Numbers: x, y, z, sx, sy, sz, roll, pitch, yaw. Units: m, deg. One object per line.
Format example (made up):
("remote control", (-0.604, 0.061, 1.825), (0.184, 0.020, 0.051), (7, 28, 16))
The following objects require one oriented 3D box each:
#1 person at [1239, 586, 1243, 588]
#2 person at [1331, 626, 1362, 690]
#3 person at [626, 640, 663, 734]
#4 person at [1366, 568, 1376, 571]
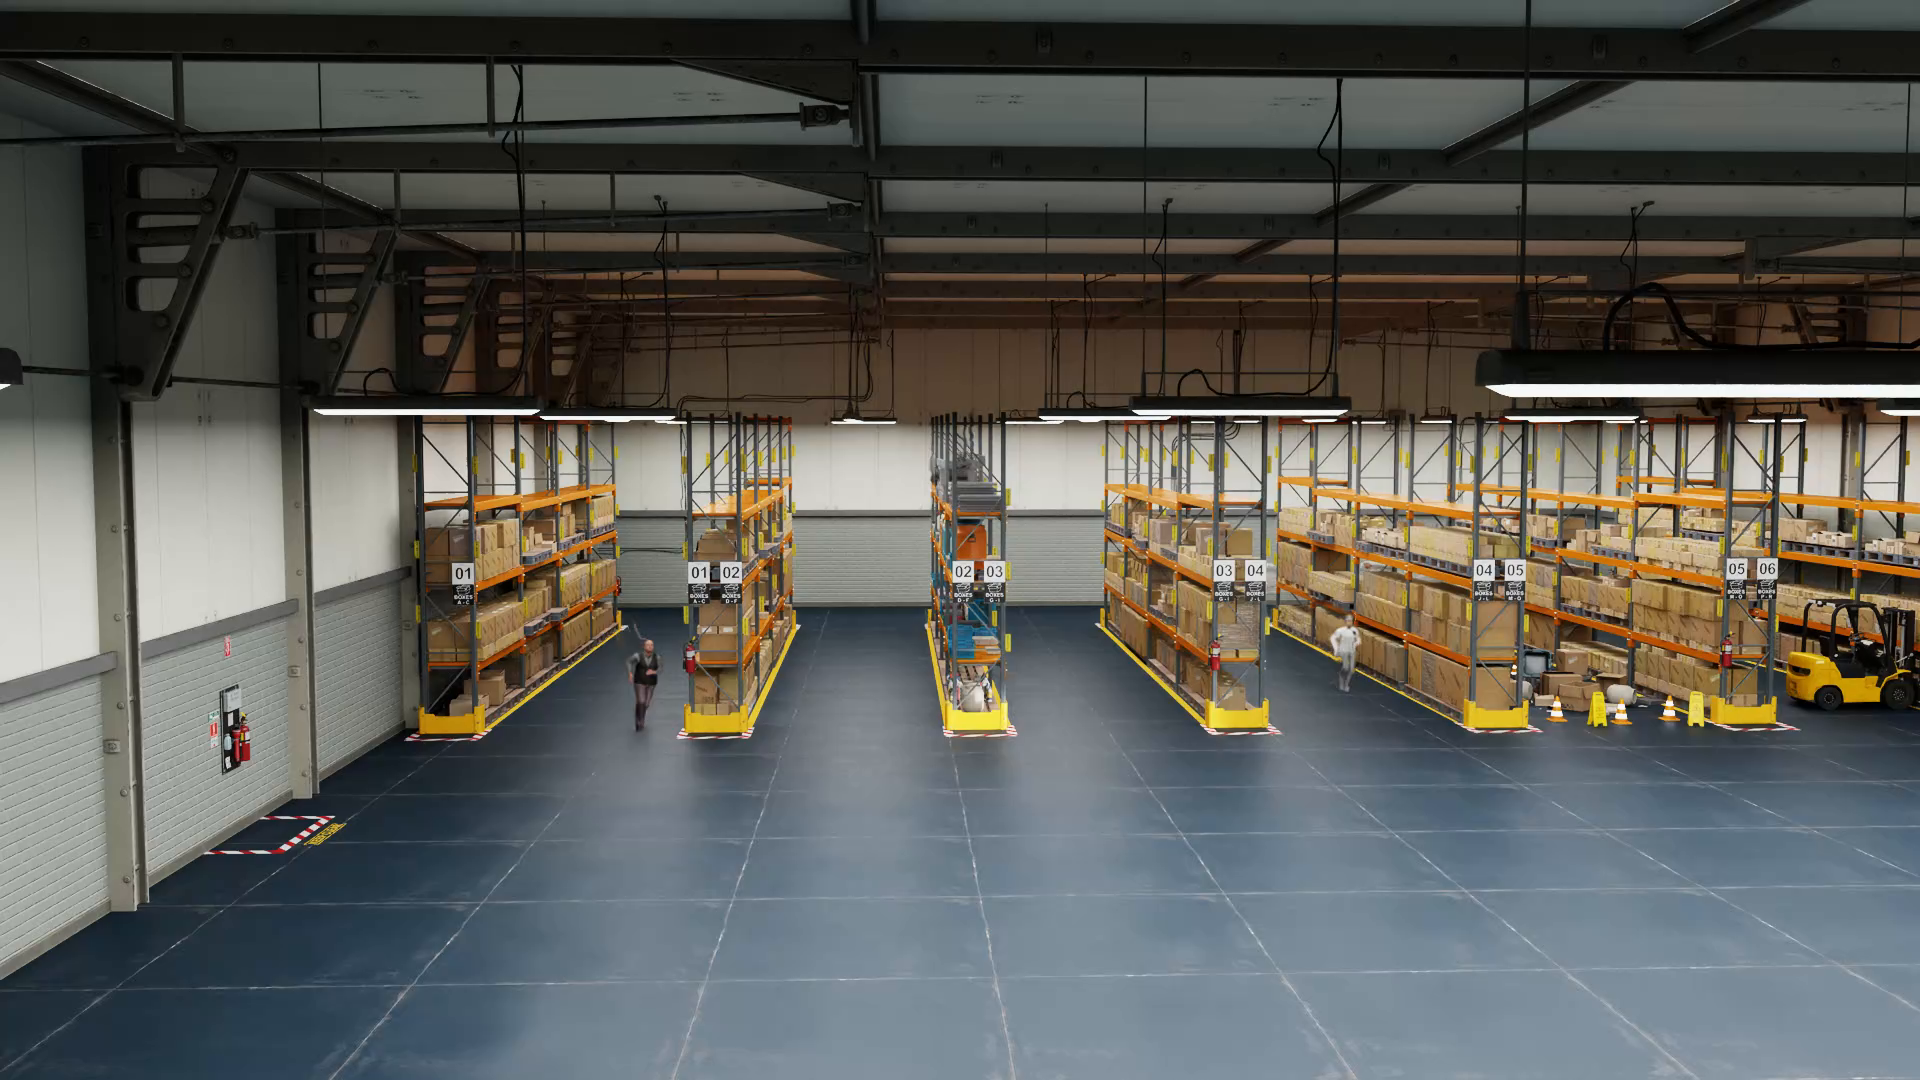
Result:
("person", (7.961, 1.601, 48.258), (0.590, 1.707, 0.727), (4, 5, 44))
("person", (8.371, 2.562, 35.882), (0.593, 1.408, 0.608), (0, 4, -5))
("person", (-5.941, 2.766, 31.377), (0.642, 1.773, 0.658), (-2, 4, -29))
("person", (12.163, 1.151, 49.226), (0.424, 0.647, 0.648), (0, 4, 3))
